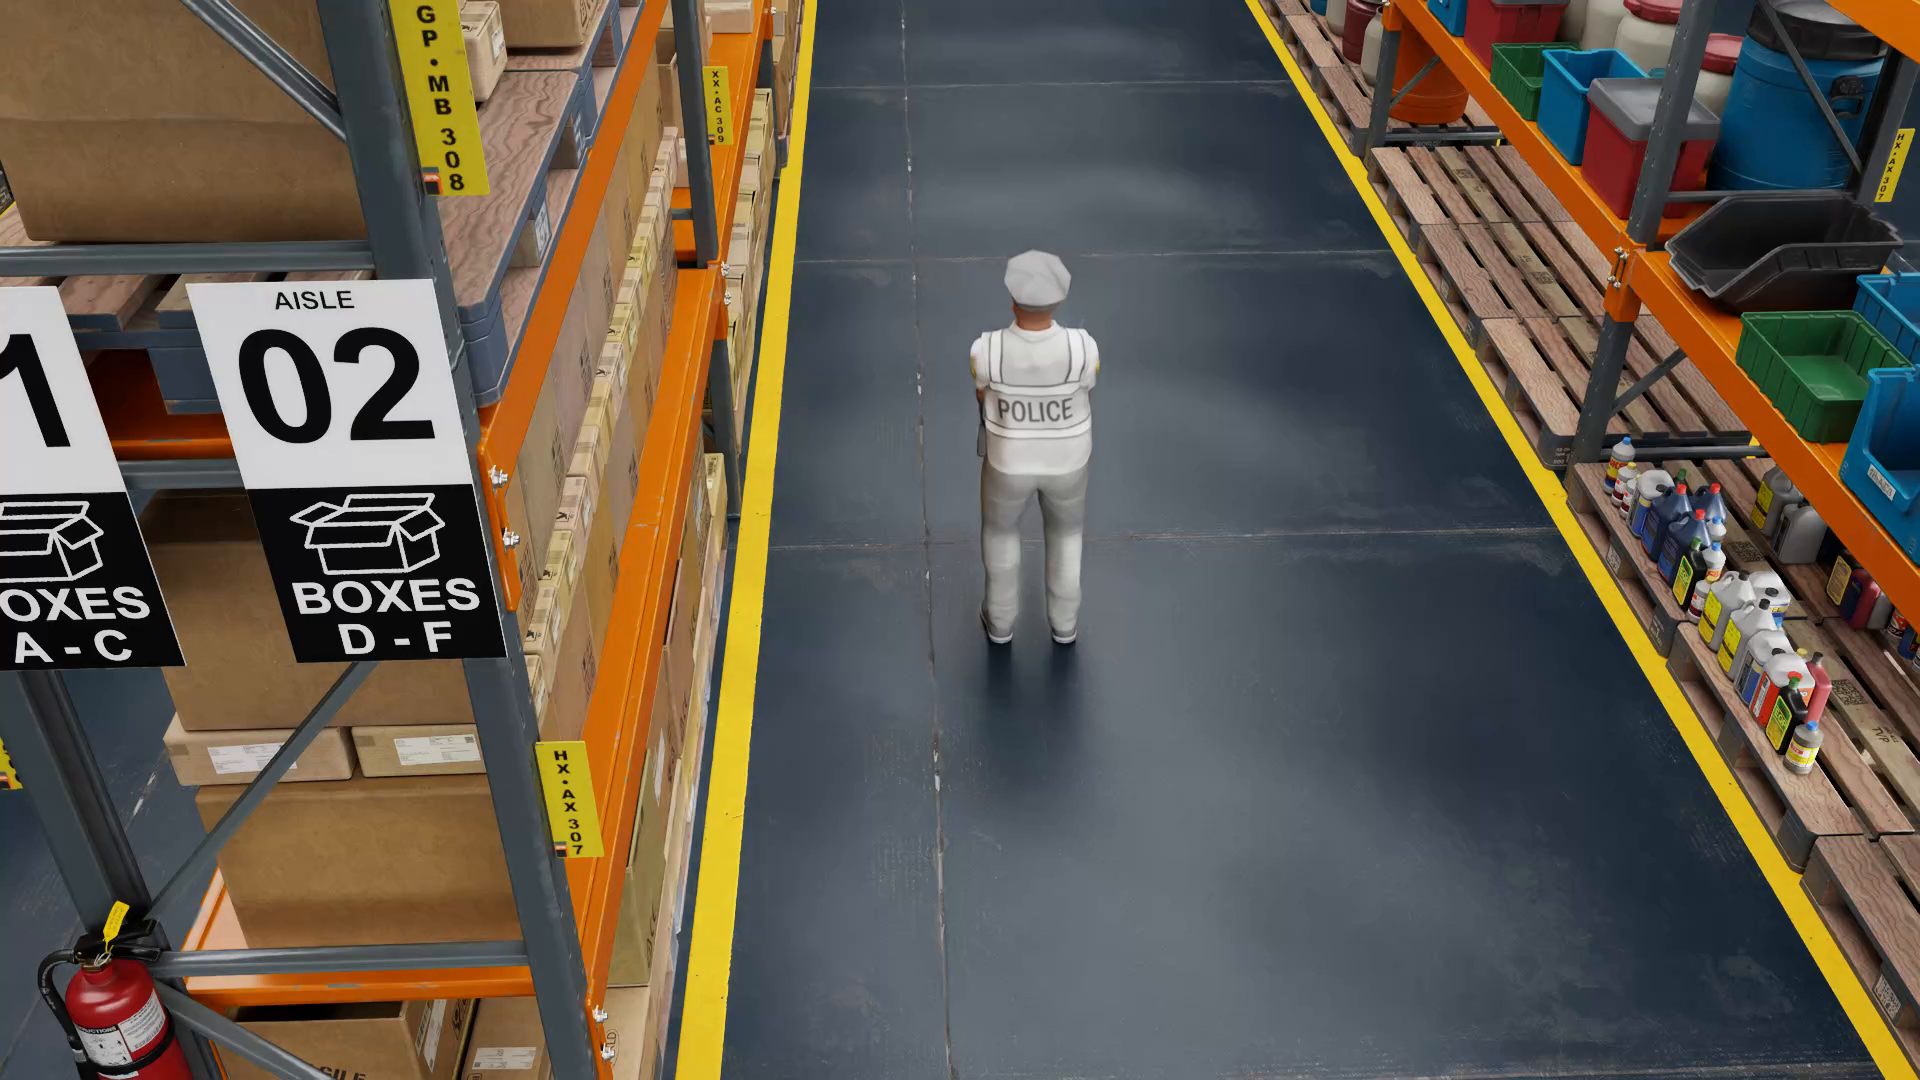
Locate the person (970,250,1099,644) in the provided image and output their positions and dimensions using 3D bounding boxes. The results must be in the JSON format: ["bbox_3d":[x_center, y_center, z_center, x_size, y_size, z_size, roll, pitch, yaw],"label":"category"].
[{"bbox_3d":[0.281,-0.388,6.677,0.494,1.767,0.573,-1,35,-2],"label":"person"}]
